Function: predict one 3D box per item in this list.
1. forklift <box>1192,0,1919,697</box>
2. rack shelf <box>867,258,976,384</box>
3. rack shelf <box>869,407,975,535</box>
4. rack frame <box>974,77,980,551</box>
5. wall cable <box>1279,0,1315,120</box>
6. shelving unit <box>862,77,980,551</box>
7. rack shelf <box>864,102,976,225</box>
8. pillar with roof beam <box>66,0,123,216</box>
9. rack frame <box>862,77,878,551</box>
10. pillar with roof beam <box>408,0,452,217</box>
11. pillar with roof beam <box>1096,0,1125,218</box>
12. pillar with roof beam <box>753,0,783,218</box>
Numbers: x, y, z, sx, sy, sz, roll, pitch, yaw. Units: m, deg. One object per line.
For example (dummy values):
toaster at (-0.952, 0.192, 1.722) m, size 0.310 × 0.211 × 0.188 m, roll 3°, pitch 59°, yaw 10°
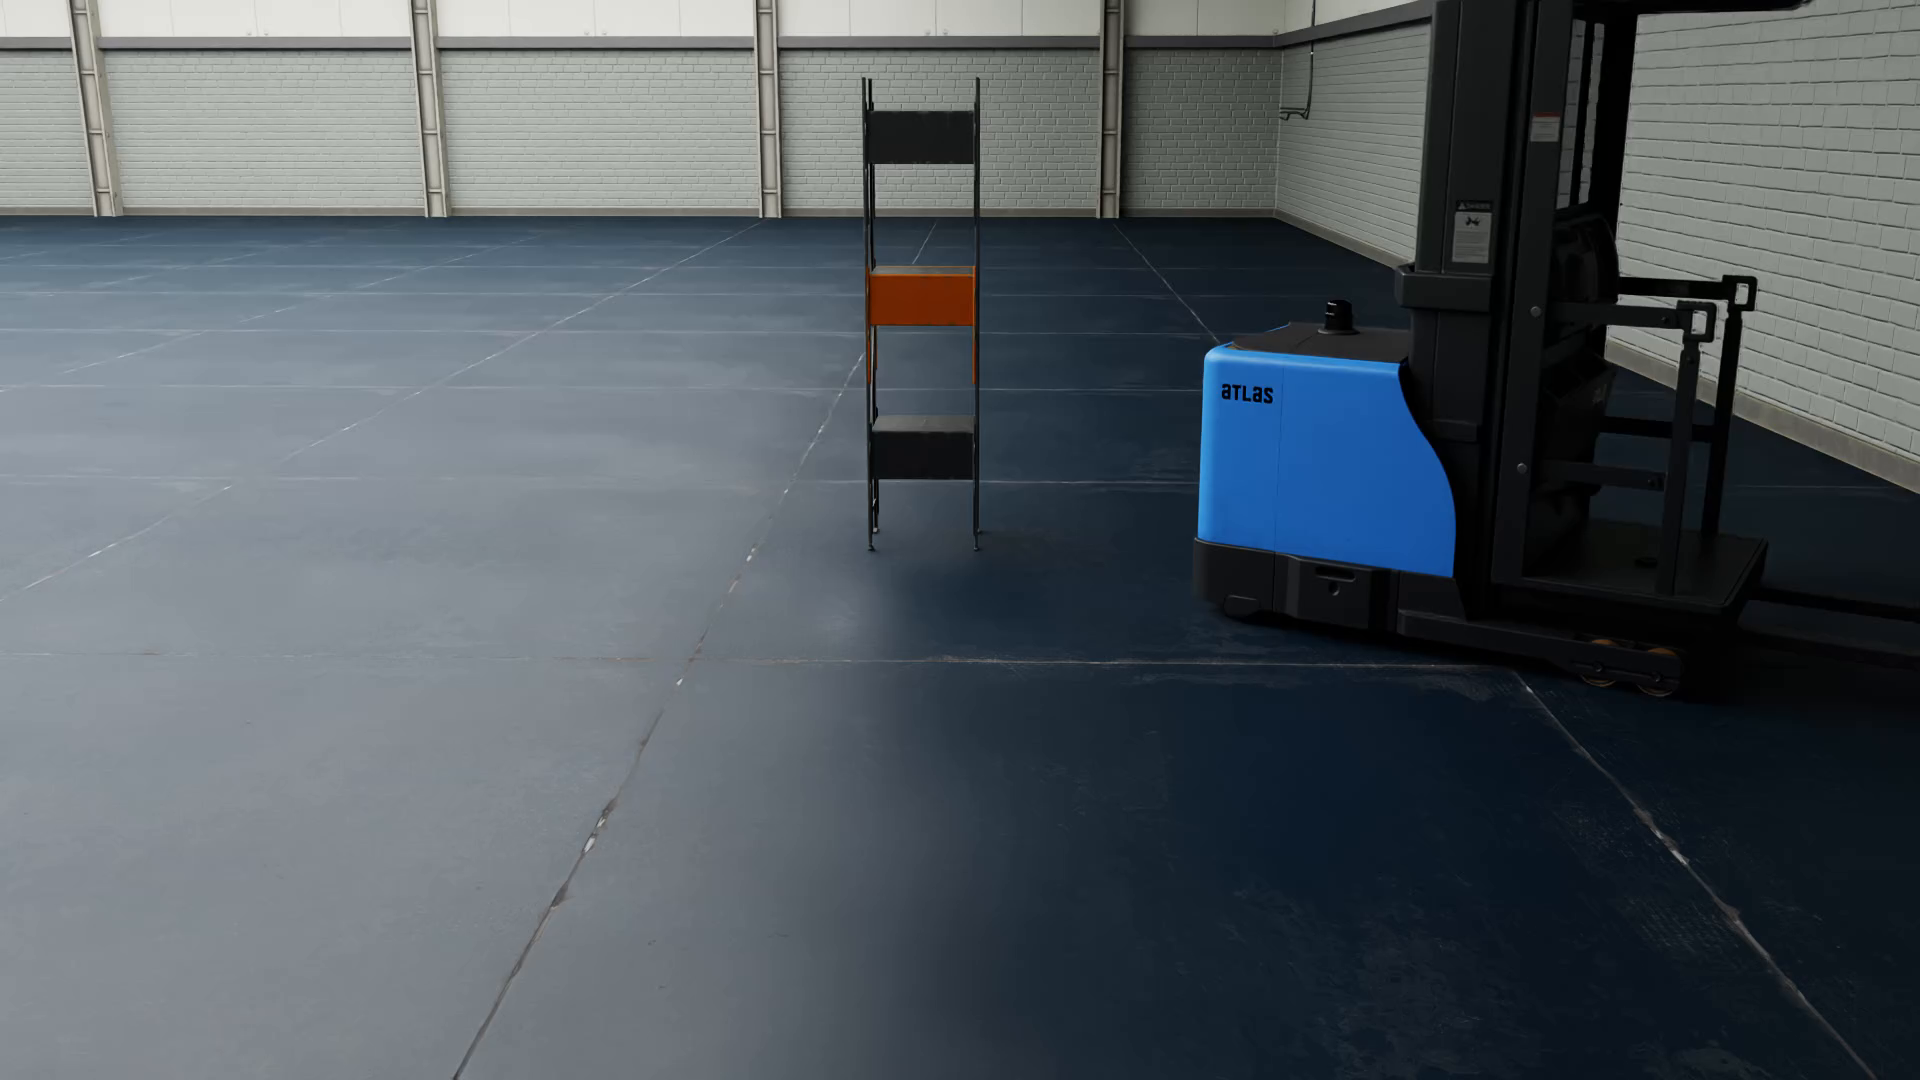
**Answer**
forklift at (2.460, -1.027, 5.986) m, size 3.031 × 2.935 × 1.130 m, roll 9°, pitch 17°, yaw 31°
rack shelf at (-0.165, -1.003, 7.580) m, size 0.480 × 0.518 × 0.431 m, roll 0°, pitch 15°, yaw 1°
rack shelf at (-0.165, -0.326, 7.758) m, size 0.480 × 0.518 × 0.431 m, roll 0°, pitch 15°, yaw 1°
rack frame at (0.078, -1.015, 7.570) m, size 0.015 × 2.100 × 0.400 m, roll 0°, pitch 15°, yaw 1°
wall cable at (5.538, -8.232, 27.490) m, size 0.112 × 2.526 × 3.097 m, roll 0°, pitch 15°, yaw 1°
shelving unit at (-0.165, -1.016, 7.576) m, size 0.503 × 2.100 × 0.431 m, roll 0°, pitch 15°, yaw 1°
rack shelf at (-0.165, -1.680, 7.401) m, size 0.480 × 0.518 × 0.431 m, roll 0°, pitch 15°, yaw 1°
pillar with roof beam at (-15.477, -9.110, 24.728) m, size 0.400 × 9.000 × 9.100 m, roll 0°, pitch 15°, yaw 1°
rack frame at (-0.409, -1.018, 7.582) m, size 0.015 × 2.100 × 0.400 m, roll 0°, pitch 15°, yaw 1°
pillar with roof beam at (-9.479, -9.070, 24.580) m, size 0.400 × 9.000 × 9.100 m, roll 0°, pitch 15°, yaw 1°
pillar with roof beam at (2.517, -8.992, 24.283) m, size 0.400 × 9.000 × 9.100 m, roll 0°, pitch 15°, yaw 1°
pillar with roof beam at (-3.481, -9.031, 24.432) m, size 0.400 × 9.000 × 9.100 m, roll 0°, pitch 15°, yaw 1°
